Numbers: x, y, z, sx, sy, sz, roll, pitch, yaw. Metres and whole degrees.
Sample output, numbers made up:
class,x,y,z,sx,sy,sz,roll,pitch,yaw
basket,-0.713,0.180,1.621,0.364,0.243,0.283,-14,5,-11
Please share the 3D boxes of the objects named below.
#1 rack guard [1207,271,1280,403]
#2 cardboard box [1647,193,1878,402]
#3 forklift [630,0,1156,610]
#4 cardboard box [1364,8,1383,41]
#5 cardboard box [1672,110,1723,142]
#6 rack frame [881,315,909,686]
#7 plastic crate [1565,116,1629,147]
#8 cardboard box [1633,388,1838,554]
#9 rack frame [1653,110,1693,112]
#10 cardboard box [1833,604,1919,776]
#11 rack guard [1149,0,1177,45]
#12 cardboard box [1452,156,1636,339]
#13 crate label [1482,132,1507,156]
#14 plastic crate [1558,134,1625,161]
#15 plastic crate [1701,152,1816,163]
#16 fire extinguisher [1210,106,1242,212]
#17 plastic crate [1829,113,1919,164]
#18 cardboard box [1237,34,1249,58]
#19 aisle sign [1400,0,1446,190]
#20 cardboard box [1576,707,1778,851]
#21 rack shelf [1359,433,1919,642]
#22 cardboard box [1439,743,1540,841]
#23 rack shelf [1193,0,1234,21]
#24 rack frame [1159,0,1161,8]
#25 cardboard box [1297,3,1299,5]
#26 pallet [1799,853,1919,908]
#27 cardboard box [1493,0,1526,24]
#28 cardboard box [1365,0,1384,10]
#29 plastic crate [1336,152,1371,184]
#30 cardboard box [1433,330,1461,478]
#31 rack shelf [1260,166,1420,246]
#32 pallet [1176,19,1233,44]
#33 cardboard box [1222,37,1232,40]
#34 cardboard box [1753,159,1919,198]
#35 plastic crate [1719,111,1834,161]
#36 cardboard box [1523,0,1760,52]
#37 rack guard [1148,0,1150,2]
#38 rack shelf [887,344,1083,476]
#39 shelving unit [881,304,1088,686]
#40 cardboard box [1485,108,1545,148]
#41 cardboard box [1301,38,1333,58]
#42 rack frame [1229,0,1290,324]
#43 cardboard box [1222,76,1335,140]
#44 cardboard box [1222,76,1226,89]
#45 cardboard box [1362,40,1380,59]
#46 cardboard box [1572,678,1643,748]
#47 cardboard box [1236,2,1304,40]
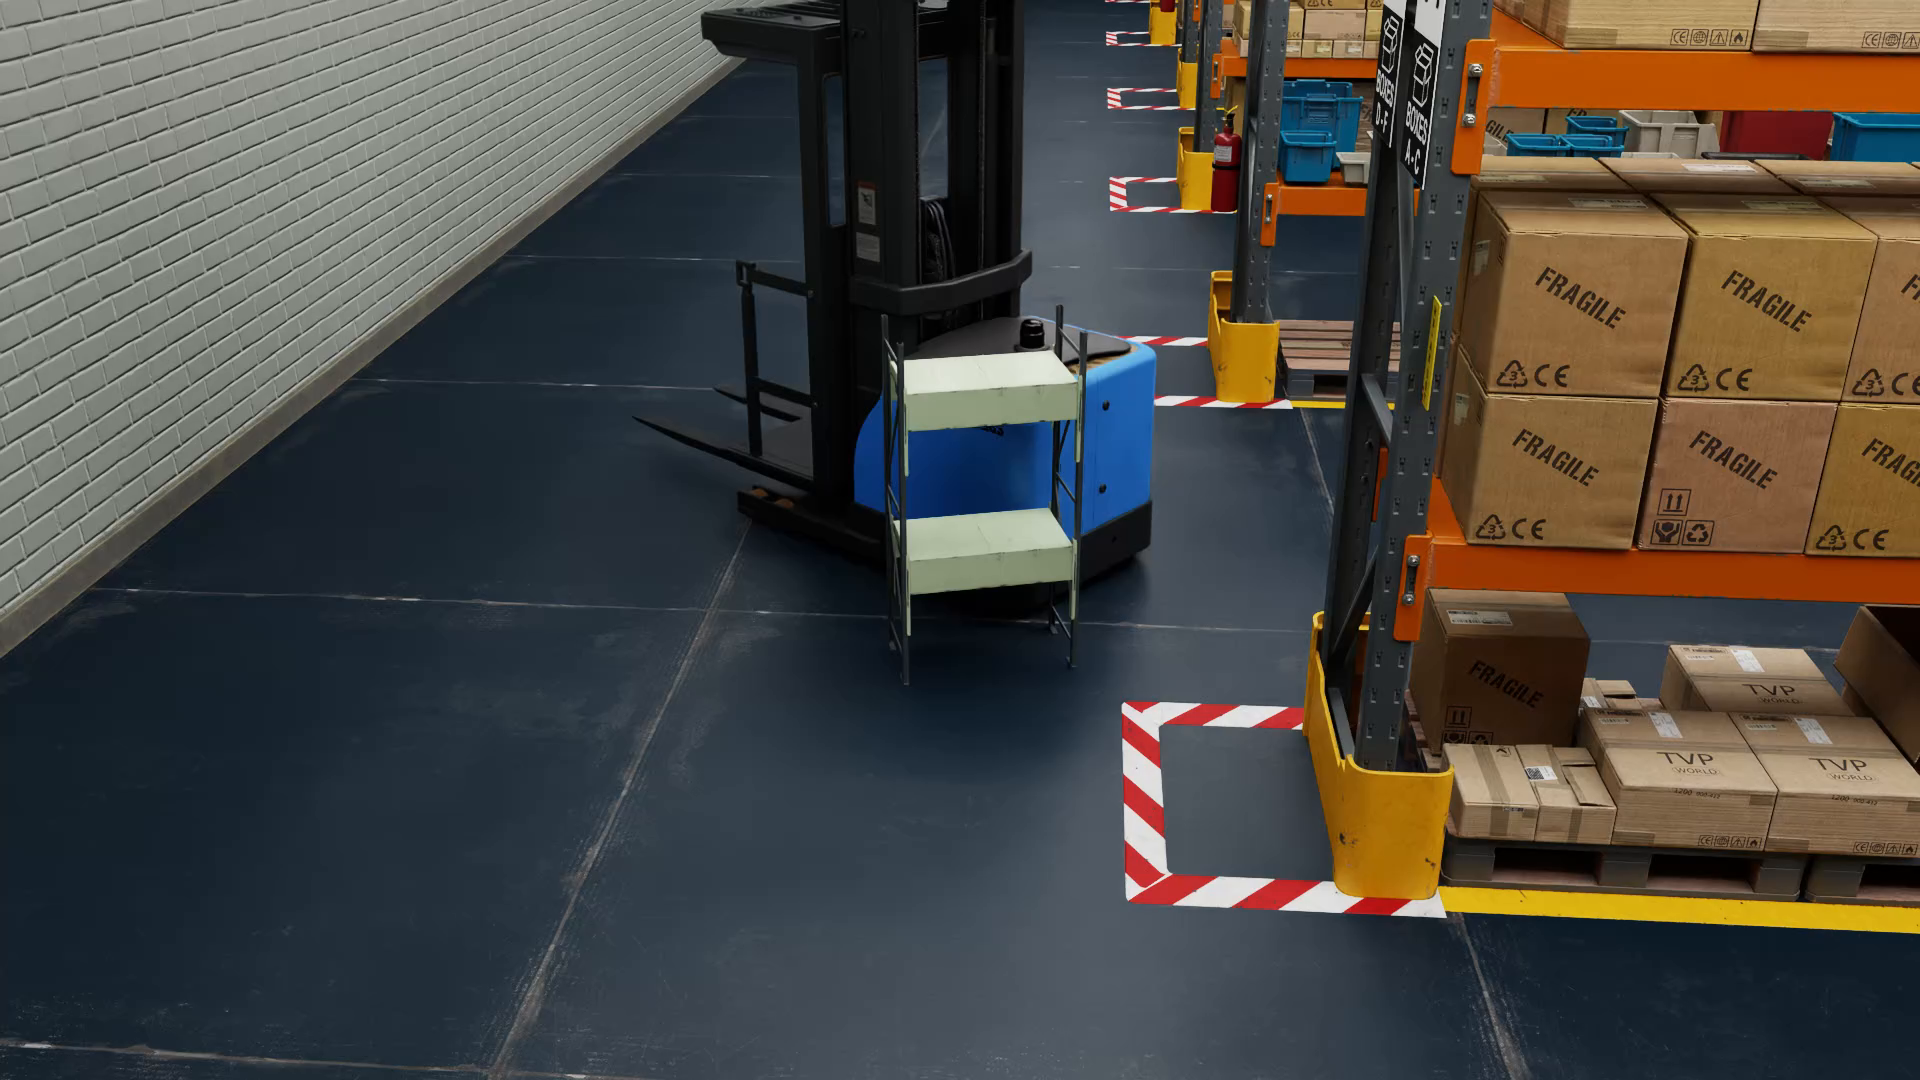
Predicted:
class,x,y,z,sx,sy,sz,roll,pitch,yaw
rack guard,1.791,-1.308,10.585,0.348,0.500,1.175,2,25,4
cardboard box,2.377,-0.746,5.057,0.500,0.500,0.500,2,25,5
forklift,-0.504,-1.517,8.132,3.031,2.935,1.130,21,32,37
cardboard box,3.673,-4.420,14.182,0.500,0.250,0.500,1,25,2
cardboard box,6.823,-3.598,14.611,0.875,0.875,1.225,2,25,4
rack frame,-0.267,-0.149,6.871,0.023,1.500,0.400,-5,25,-11
plastic crate,3.883,-2.441,10.185,0.300,0.233,0.416,2,25,4
cardboard box,2.370,-0.291,5.265,0.500,0.500,0.500,2,25,3
rack frame,6.183,-4.385,14.281,0.127,3.000,1.000,2,25,4
cardboard box,3.548,0.620,5.864,0.637,0.503,0.797,2,25,4
rack guard,2.930,-7.508,24.059,0.348,0.500,1.175,2,25,4
cardboard box,1.898,-0.984,5.575,0.500,0.500,0.500,2,25,4
crate label,3.210,-2.391,10.192,0.243,0.136,0.396,2,25,4
plastic crate,3.649,-2.203,9.667,0.300,0.233,0.416,2,25,4
plastic crate,4.668,-2.146,9.674,0.590,0.125,0.437,2,25,4
fire extinguisher,1.700,-2.438,10.589,0.183,0.674,0.296,2,25,4
plastic crate,5.313,-2.213,9.509,0.575,0.384,0.392,2,25,4
cardboard box,2.524,-4.250,14.288,0.250,0.149,0.380,2,25,5
aisle sign,1.343,-1.445,4.782,0.004,0.787,0.394,2,25,4
cardboard box,2.452,0.817,5.740,0.500,0.250,0.500,2,25,4
rack shelf,3.427,0.007,5.598,4.000,0.370,1.077,2,25,4
cardboard box,1.824,0.868,5.750,0.250,0.149,0.380,2,25,4
rack shelf,4.670,-6.186,19.056,4.000,0.370,1.077,2,25,4
rack frame,2.954,-8.643,23.535,0.127,3.000,1.000,2,25,4
cardboard box,3.204,-4.658,14.699,0.500,0.250,0.500,1,25,3
pallet,3.517,0.951,6.022,1.213,0.211,1.003,2,25,4
cardboard box,1.965,-1.772,5.194,0.500,0.250,0.500,2,25,4
cardboard box,3.669,-4.762,14.028,0.500,0.500,0.500,1,25,3
plastic crate,2.350,-2.166,9.703,0.298,0.136,0.250,2,25,4
cardboard box,1.900,-0.528,5.781,0.500,0.500,0.500,3,25,6
rack shelf,3.810,-2.057,10.084,4.000,0.370,1.077,2,25,4
pallet,3.757,-7.383,24.133,1.213,0.211,1.003,2,25,4
cardboard box,3.223,-5.831,19.621,0.250,0.149,0.380,2,25,5
cardboard box,2.919,-0.953,5.508,0.500,0.500,0.500,3,25,5
plastic crate,4.933,-2.510,10.058,0.583,0.464,0.402,2,25,4
cardboard box,1.926,-1.556,4.725,0.500,0.250,0.500,2,25,4
rack guard,3.406,-9.574,28.549,0.348,0.500,1.175,2,25,4
rack shelf,0.091,-0.535,6.776,0.720,0.370,0.431,-5,25,-11
shelving unit,0.091,-0.181,6.939,0.755,1.500,0.431,-5,25,-11
cardboard box,4.634,-3.693,14.818,0.875,0.875,0.875,2,25,4
cardboard box,3.035,-4.234,14.254,0.250,0.149,0.380,1,25,3
rack frame,1.816,-2.448,10.073,0.127,3.000,1.000,2,25,4
cardboard box,2.839,-3.751,14.943,0.875,0.875,0.875,2,25,4
cardboard box,3.174,-5.322,19.226,0.250,0.149,0.380,2,25,5
cardboard box,3.549,-4.217,14.218,0.250,0.149,0.380,1,25,3
cardboard box,2.391,0.669,6.162,0.250,0.166,0.380,2,25,4
cardboard box,2.653,-4.452,14.250,0.500,0.250,0.500,1,25,3
